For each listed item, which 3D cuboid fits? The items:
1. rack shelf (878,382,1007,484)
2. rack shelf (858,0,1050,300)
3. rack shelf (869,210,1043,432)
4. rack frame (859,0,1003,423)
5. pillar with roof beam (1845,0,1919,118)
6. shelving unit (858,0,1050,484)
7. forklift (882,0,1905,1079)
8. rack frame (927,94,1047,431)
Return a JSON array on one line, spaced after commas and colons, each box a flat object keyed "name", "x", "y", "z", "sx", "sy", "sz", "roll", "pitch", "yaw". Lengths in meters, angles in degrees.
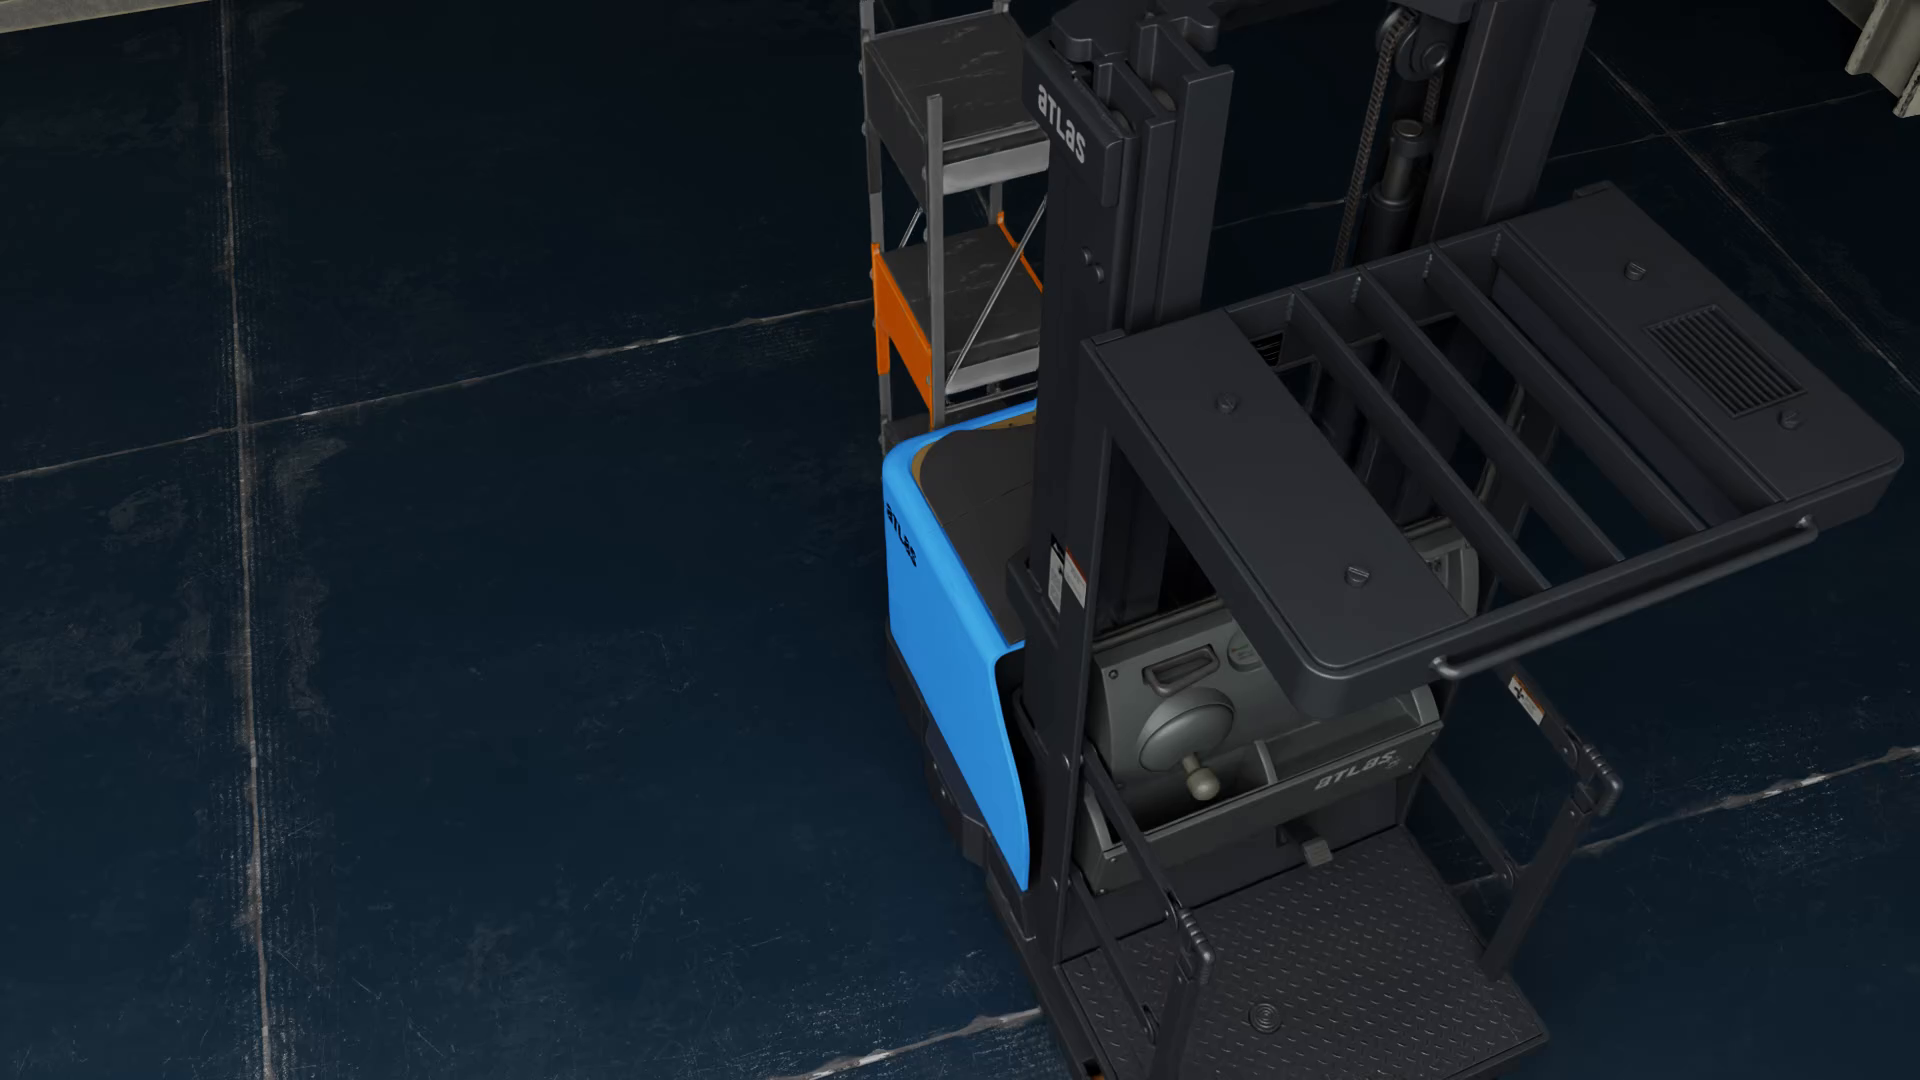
[{"name": "rack shelf", "x": 0.022, "y": -0.120, "z": 5.411, "sx": 0.431, "sy": 0.518, "sz": 0.480, "roll": -17, "pitch": 52, "yaw": -14}, {"name": "rack shelf", "x": 0.022, "y": -1.023, "z": 4.341, "sx": 0.431, "sy": 0.518, "sz": 0.480, "roll": -17, "pitch": 52, "yaw": -14}, {"name": "rack shelf", "x": 0.022, "y": -0.571, "z": 4.876, "sx": 0.431, "sy": 0.518, "sz": 0.480, "roll": -17, "pitch": 52, "yaw": -14}, {"name": "rack frame", "x": -0.066, "y": -0.754, "z": 5.012, "sx": 0.400, "sy": 2.100, "sz": 0.015, "roll": -17, "pitch": 52, "yaw": -14}, {"name": "pillar with roof beam", "x": 0.109, "y": -3.962, "z": 3.205, "sx": 9.100, "sy": 9.000, "sz": 0.400, "roll": -13, "pitch": 51, "yaw": -11}, {"name": "shelving unit", "x": 0.022, "y": -0.580, "z": 4.866, "sx": 0.431, "sy": 2.100, "sz": 0.503, "roll": -17, "pitch": 52, "yaw": -14}, {"name": "forklift", "x": 0.819, "y": 0.378, "z": 3.514, "sx": 1.130, "sy": 2.935, "sz": 3.031, "roll": -18, "pitch": 52, "yaw": -15}, {"name": "rack frame", "x": 0.111, "y": -0.406, "z": 4.719, "sx": 0.400, "sy": 2.100, "sz": 0.015, "roll": -17, "pitch": 52, "yaw": -14}]
